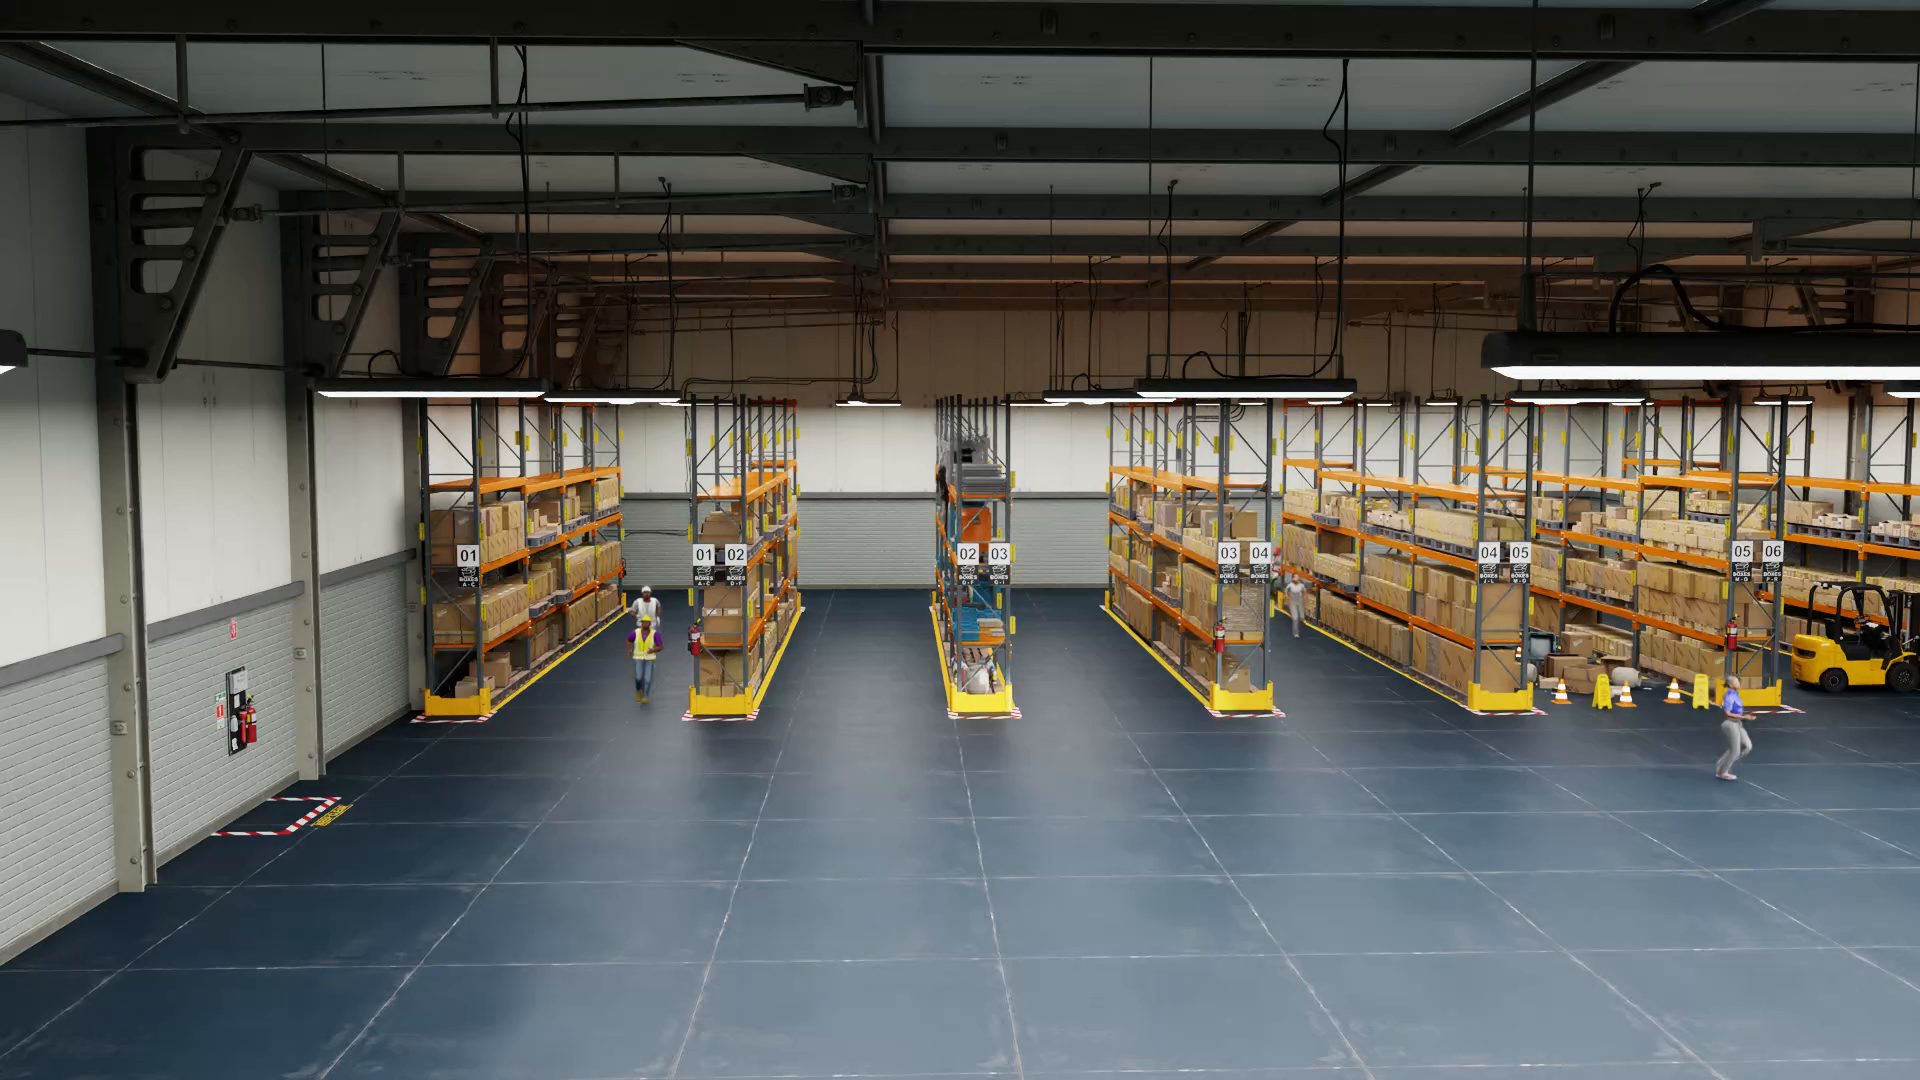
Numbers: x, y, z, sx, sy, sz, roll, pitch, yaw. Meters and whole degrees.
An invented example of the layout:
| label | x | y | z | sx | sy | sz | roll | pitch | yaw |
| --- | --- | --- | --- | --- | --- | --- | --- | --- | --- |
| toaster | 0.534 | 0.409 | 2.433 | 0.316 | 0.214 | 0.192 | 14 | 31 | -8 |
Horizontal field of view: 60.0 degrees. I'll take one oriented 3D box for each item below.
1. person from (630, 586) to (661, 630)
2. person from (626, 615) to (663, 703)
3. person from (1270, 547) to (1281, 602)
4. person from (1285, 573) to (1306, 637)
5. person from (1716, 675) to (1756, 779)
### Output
| label | x | y | z | sx | sy | sz | roll | pitch | yaw |
| --- | --- | --- | --- | --- | --- | --- | --- | --- | --- |
| person | -6.967 | 1.924 | 36.868 | 0.667 | 1.804 | 0.901 | -1 | 5 | -10 |
| person | -6.107 | 2.315 | 32.214 | 0.695 | 1.718 | 0.628 | -1 | 5 | -11 |
| person | 9.232 | 1.021 | 49.080 | 0.645 | 1.685 | 0.758 | 1 | 5 | 12 |
| person | 8.416 | 1.631 | 41.648 | 0.541 | 1.624 | 0.553 | 0 | 4 | 1 |
| person | 11.976 | 2.890 | 25.620 | 0.549 | 1.613 | 0.565 | 3 | 6 | 35 |
